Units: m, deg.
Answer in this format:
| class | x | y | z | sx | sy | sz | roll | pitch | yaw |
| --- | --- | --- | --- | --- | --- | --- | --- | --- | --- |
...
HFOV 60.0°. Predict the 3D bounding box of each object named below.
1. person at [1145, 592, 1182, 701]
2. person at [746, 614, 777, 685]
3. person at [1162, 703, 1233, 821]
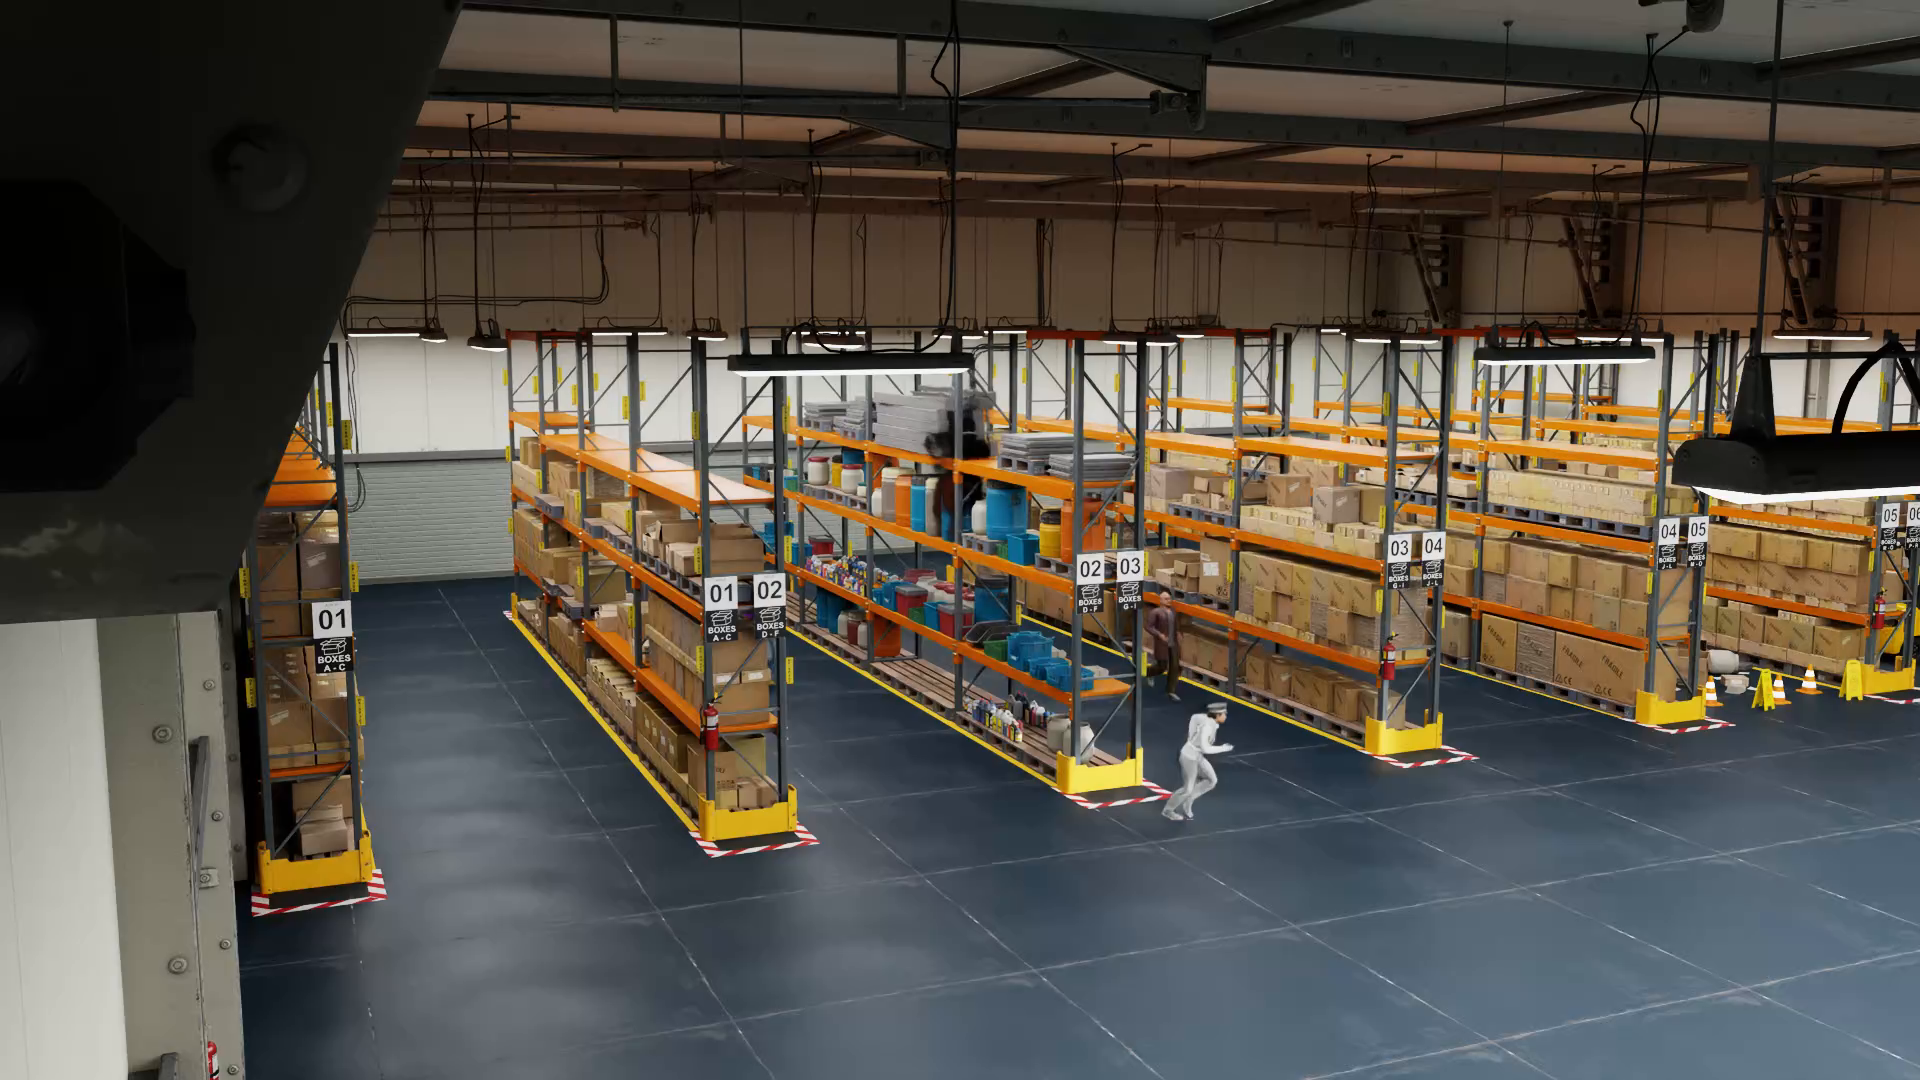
| class | x | y | z | sx | sy | sz | roll | pitch | yaw |
| --- | --- | --- | --- | --- | --- | --- | --- | --- | --- |
| person | 3.382 | 1.732 | 27.515 | 0.711 | 1.764 | 0.923 | -4 | 9 | -28 |
| person | -3.297 | 1.625 | 28.451 | 0.705 | 1.717 | 0.586 | -5 | 9 | -34 |
| person | 2.980 | 2.754 | 20.814 | 0.878 | 1.514 | 0.643 | 2 | 8 | 13 |
